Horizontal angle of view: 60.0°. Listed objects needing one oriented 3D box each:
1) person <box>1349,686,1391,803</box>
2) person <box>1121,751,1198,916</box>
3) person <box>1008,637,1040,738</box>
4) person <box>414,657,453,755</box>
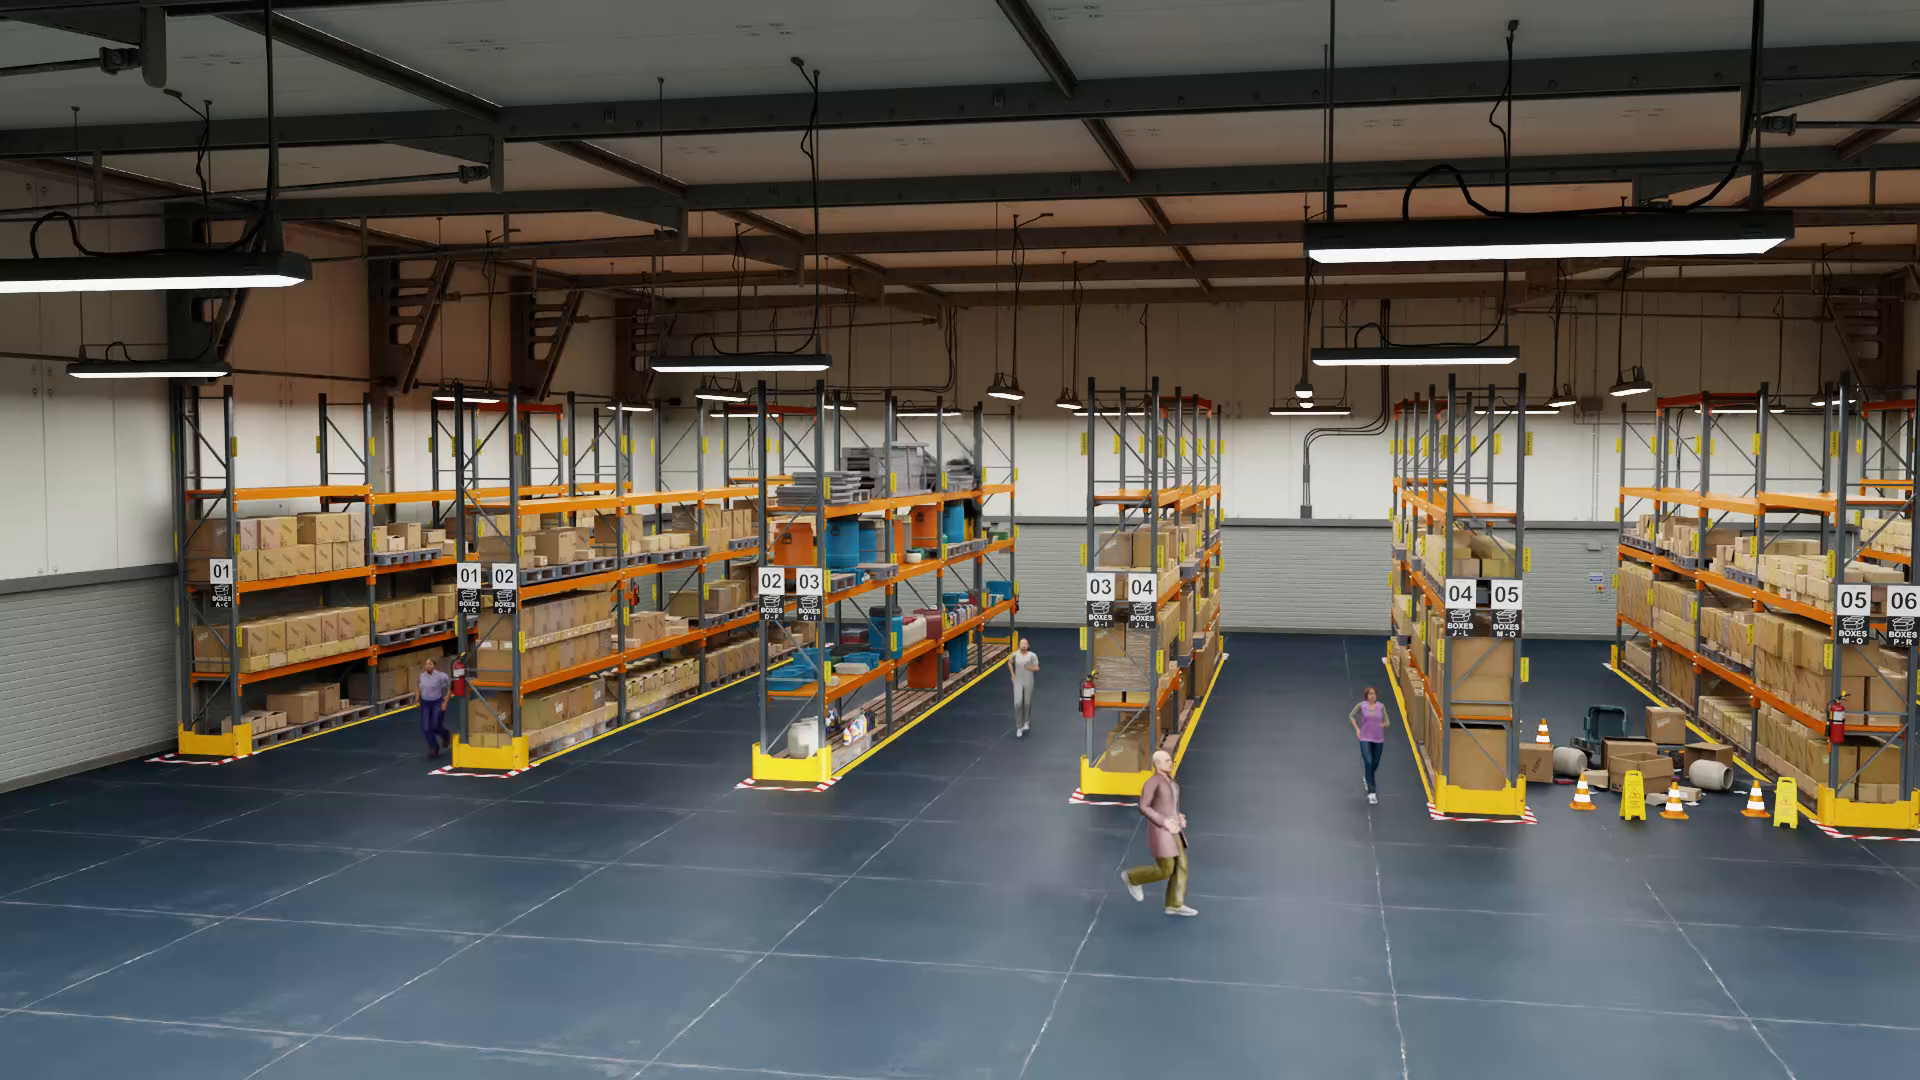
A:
[{"bbox_3d":[5.817,2.857,23.542,0.543,1.594,0.849,0,3,0],"label":"person"},{"bbox_3d":[2.156,3.124,17.815,0.865,1.745,0.726,2,4,32],"label":"person"},{"bbox_3d":[1.109,2.546,28.945,0.551,1.698,0.742,0,3,3],"label":"person"},{"bbox_3d":[-8.540,2.697,26.976,0.633,1.582,0.570,1,3,10],"label":"person"}]
